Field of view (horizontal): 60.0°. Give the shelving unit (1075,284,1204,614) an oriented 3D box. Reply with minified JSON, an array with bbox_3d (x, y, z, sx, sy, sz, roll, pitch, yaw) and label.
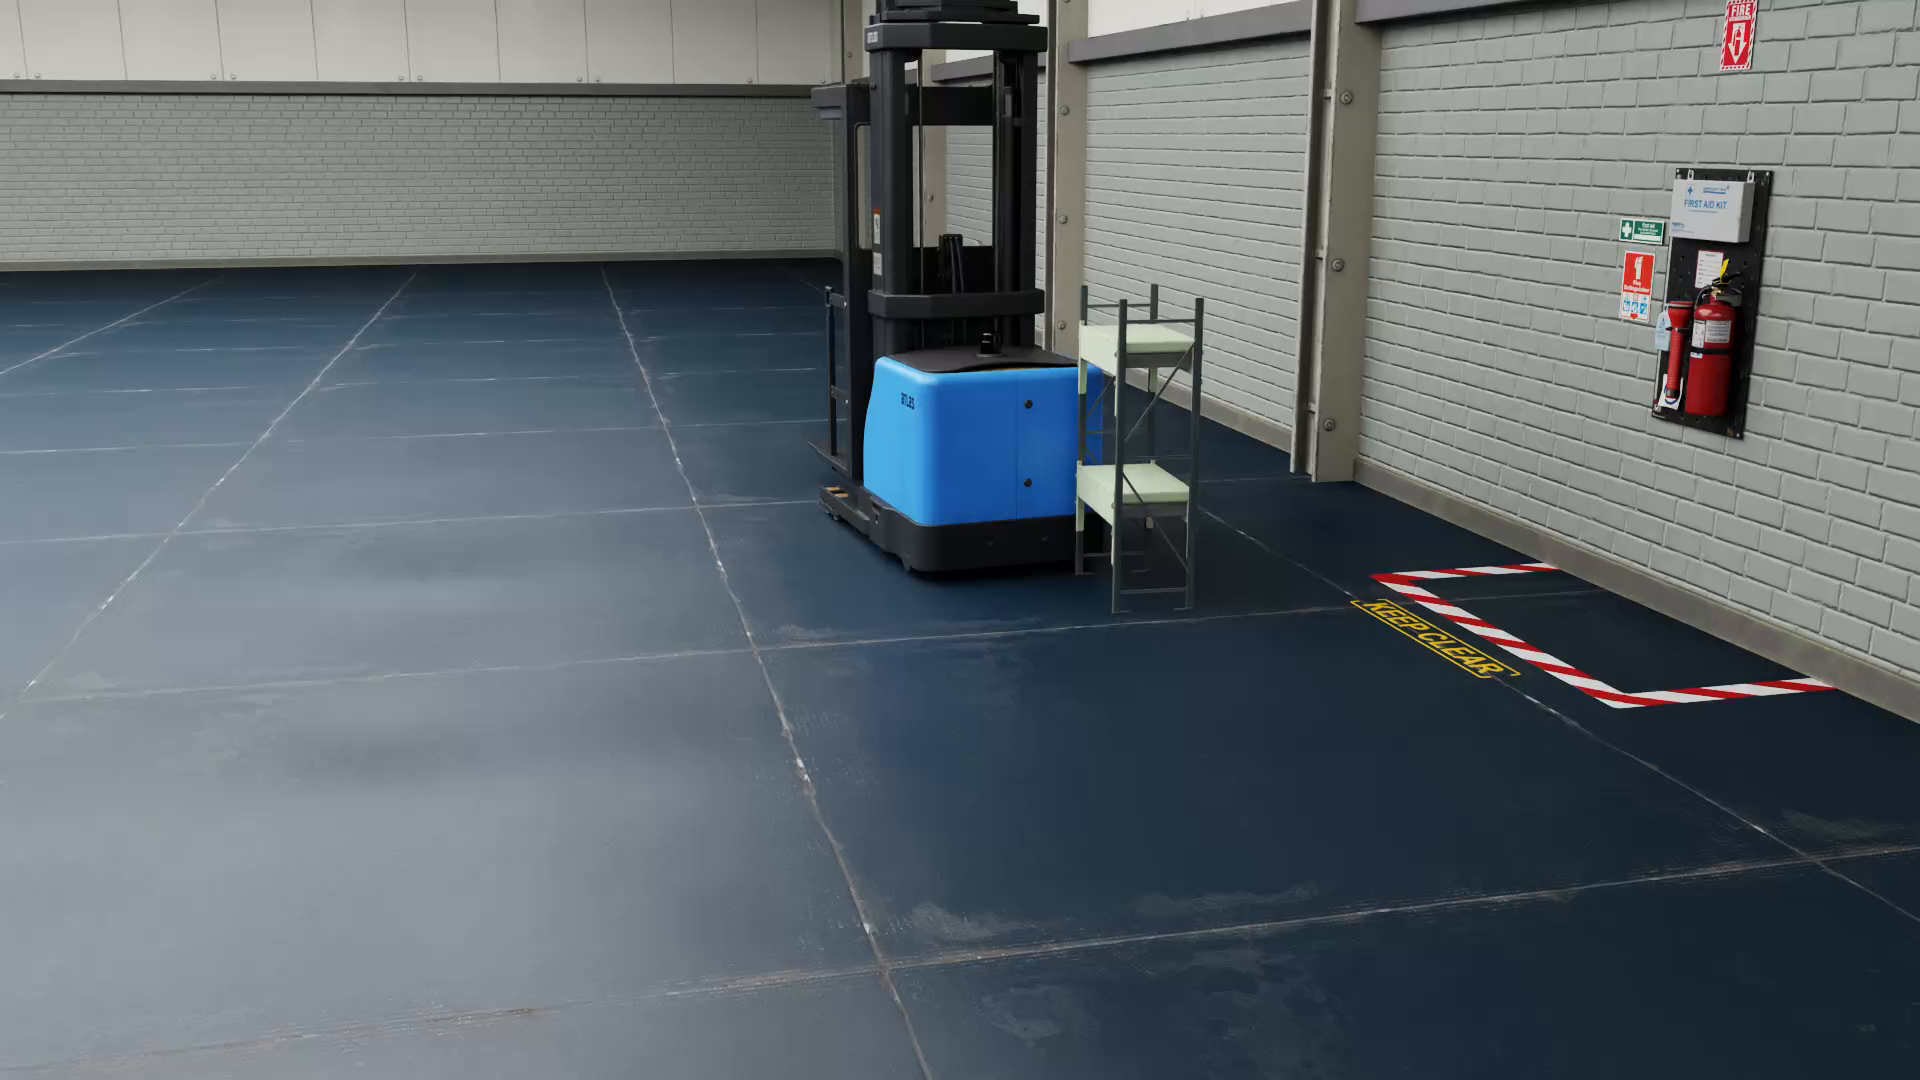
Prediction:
[{"bbox_3d":[0.865,-0.468,8.184,0.431,1.500,0.755,-2,14,-10],"label":"shelving unit"}]

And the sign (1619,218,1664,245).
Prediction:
[{"bbox_3d":[3.277,-1.487,8.000,0.001,0.109,0.331,-3,14,-13],"label":"sign"}]

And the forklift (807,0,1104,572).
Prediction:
[{"bbox_3d":[-0.210,-1.565,9.656,1.130,2.935,3.031,-5,15,-19],"label":"forklift"}]

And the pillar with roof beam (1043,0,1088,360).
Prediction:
[{"bbox_3d":[-3.146,-5.950,14.822,9.100,9.000,0.400,-3,14,-13],"label":"pillar with roof beam"}]

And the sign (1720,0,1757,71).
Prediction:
[{"bbox_3d":[3.409,-2.214,7.283,0.001,0.298,0.199,-3,14,-13],"label":"sign"}]

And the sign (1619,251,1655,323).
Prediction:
[{"bbox_3d":[3.284,-1.231,8.069,0.001,0.329,0.234,-3,14,-13],"label":"sign"}]

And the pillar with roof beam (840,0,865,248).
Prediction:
[{"bbox_3d":[-5.964,-8.719,26.153,9.100,9.000,0.400,-3,14,-13],"label":"pillar with roof beam"}]

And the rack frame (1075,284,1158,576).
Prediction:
[{"bbox_3d":[0.802,-0.554,8.534,0.400,1.500,0.023,-2,14,-10],"label":"rack frame"}]

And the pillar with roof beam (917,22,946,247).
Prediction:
[{"bbox_3d":[-4.555,-7.335,20.488,9.100,9.000,0.400,-3,14,-13],"label":"pillar with roof beam"}]

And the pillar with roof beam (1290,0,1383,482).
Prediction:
[{"bbox_3d":[-1.737,-4.566,9.157,9.100,9.000,0.400,-3,14,-13],"label":"pillar with roof beam"}]

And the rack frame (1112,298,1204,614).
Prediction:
[{"bbox_3d":[0.928,-0.383,7.834,0.400,1.500,0.023,-2,14,-10],"label":"rack frame"}]

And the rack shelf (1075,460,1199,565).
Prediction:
[{"bbox_3d":[0.865,-0.152,8.262,0.431,0.370,0.720,-2,14,-10],"label":"rack shelf"}]

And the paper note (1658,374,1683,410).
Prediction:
[{"bbox_3d":[3.339,-0.697,7.815,0.016,0.148,0.142,-3,14,-13],"label":"paper note"}]

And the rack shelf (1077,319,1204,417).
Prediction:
[{"bbox_3d":[0.865,-0.848,8.092,0.431,0.370,0.720,-2,14,-10],"label":"rack shelf"}]

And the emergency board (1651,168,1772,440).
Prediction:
[{"bbox_3d":[3.314,-1.080,7.527,0.194,1.169,0.643,-3,14,-13],"label":"emergency board"}]
